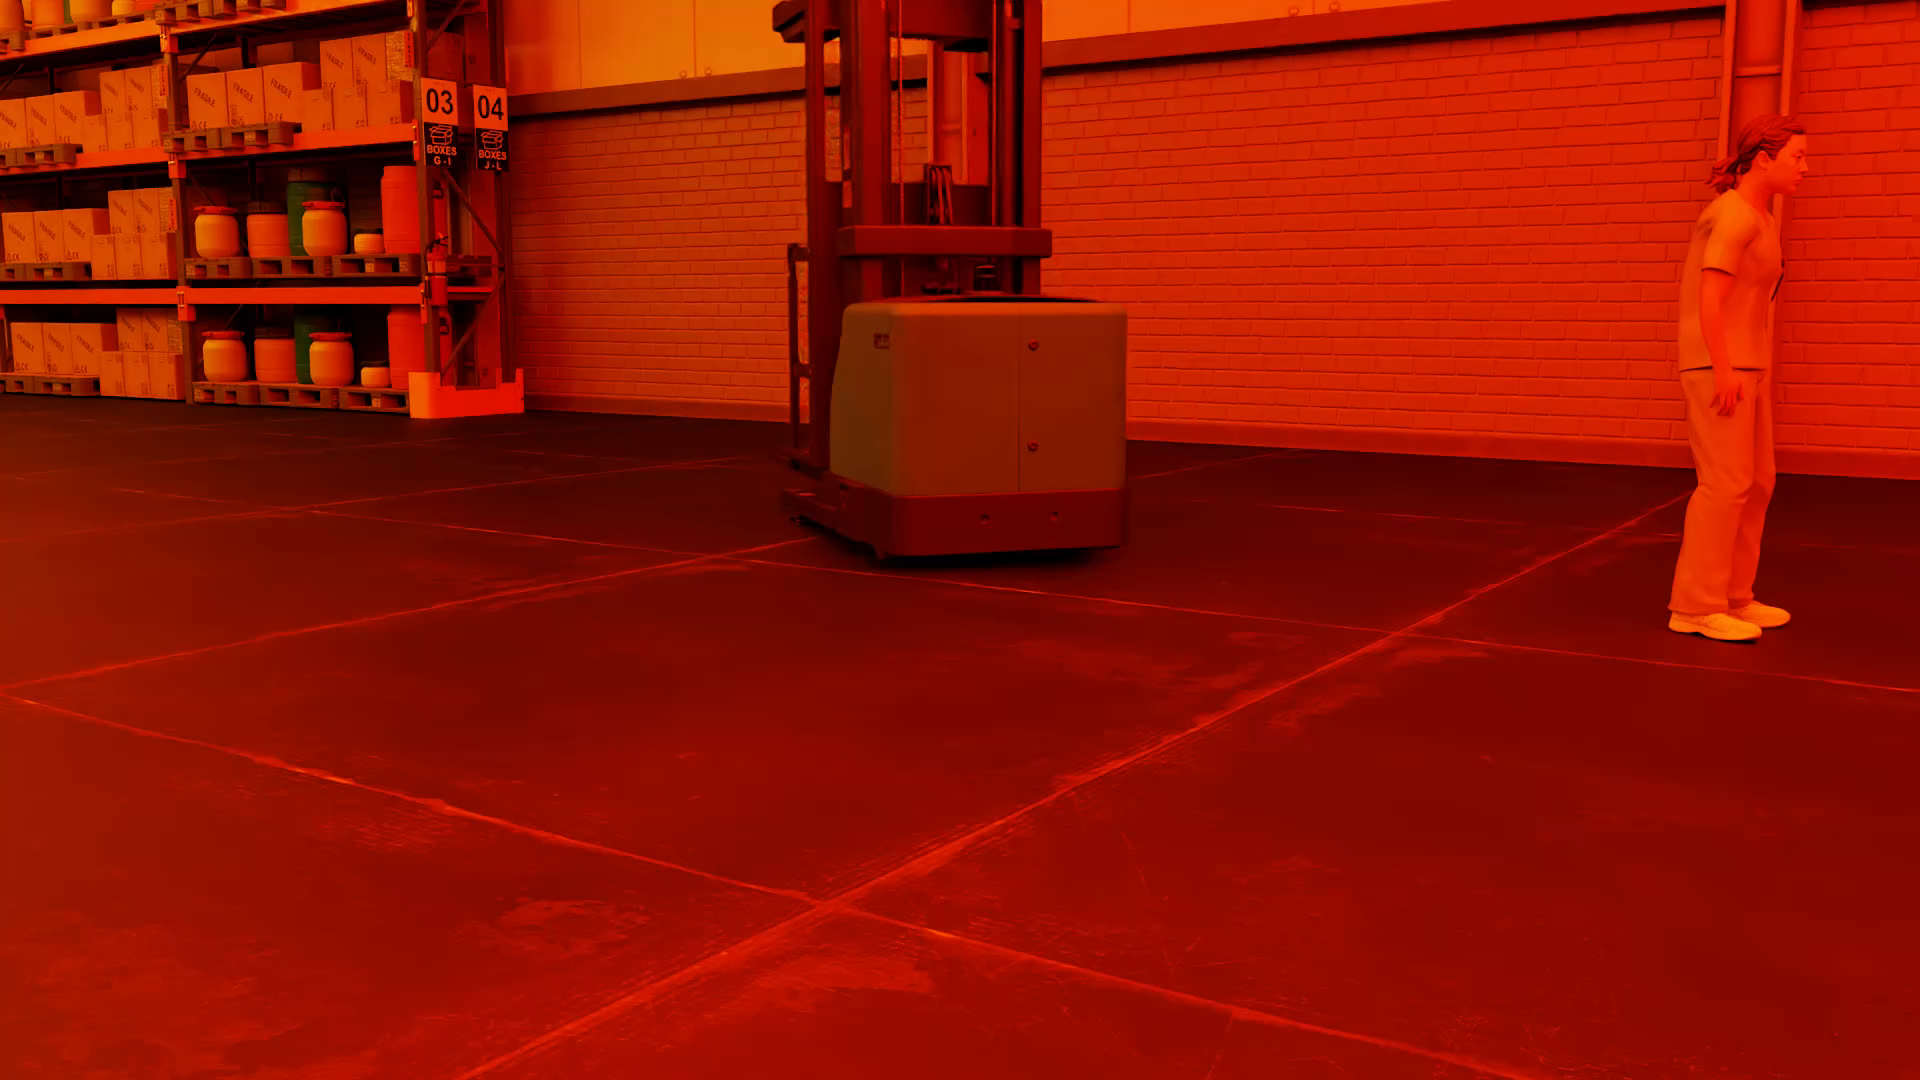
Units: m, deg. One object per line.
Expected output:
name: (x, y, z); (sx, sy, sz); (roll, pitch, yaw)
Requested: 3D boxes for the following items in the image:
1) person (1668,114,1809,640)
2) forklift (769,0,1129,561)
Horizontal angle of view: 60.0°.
person: (2.537, -0.532, 5.428); (0.362, 1.668, 0.490); (6, 10, 39)
forklift: (-0.262, -1.536, 7.997); (1.130, 2.935, 3.031); (-3, 9, -19)
